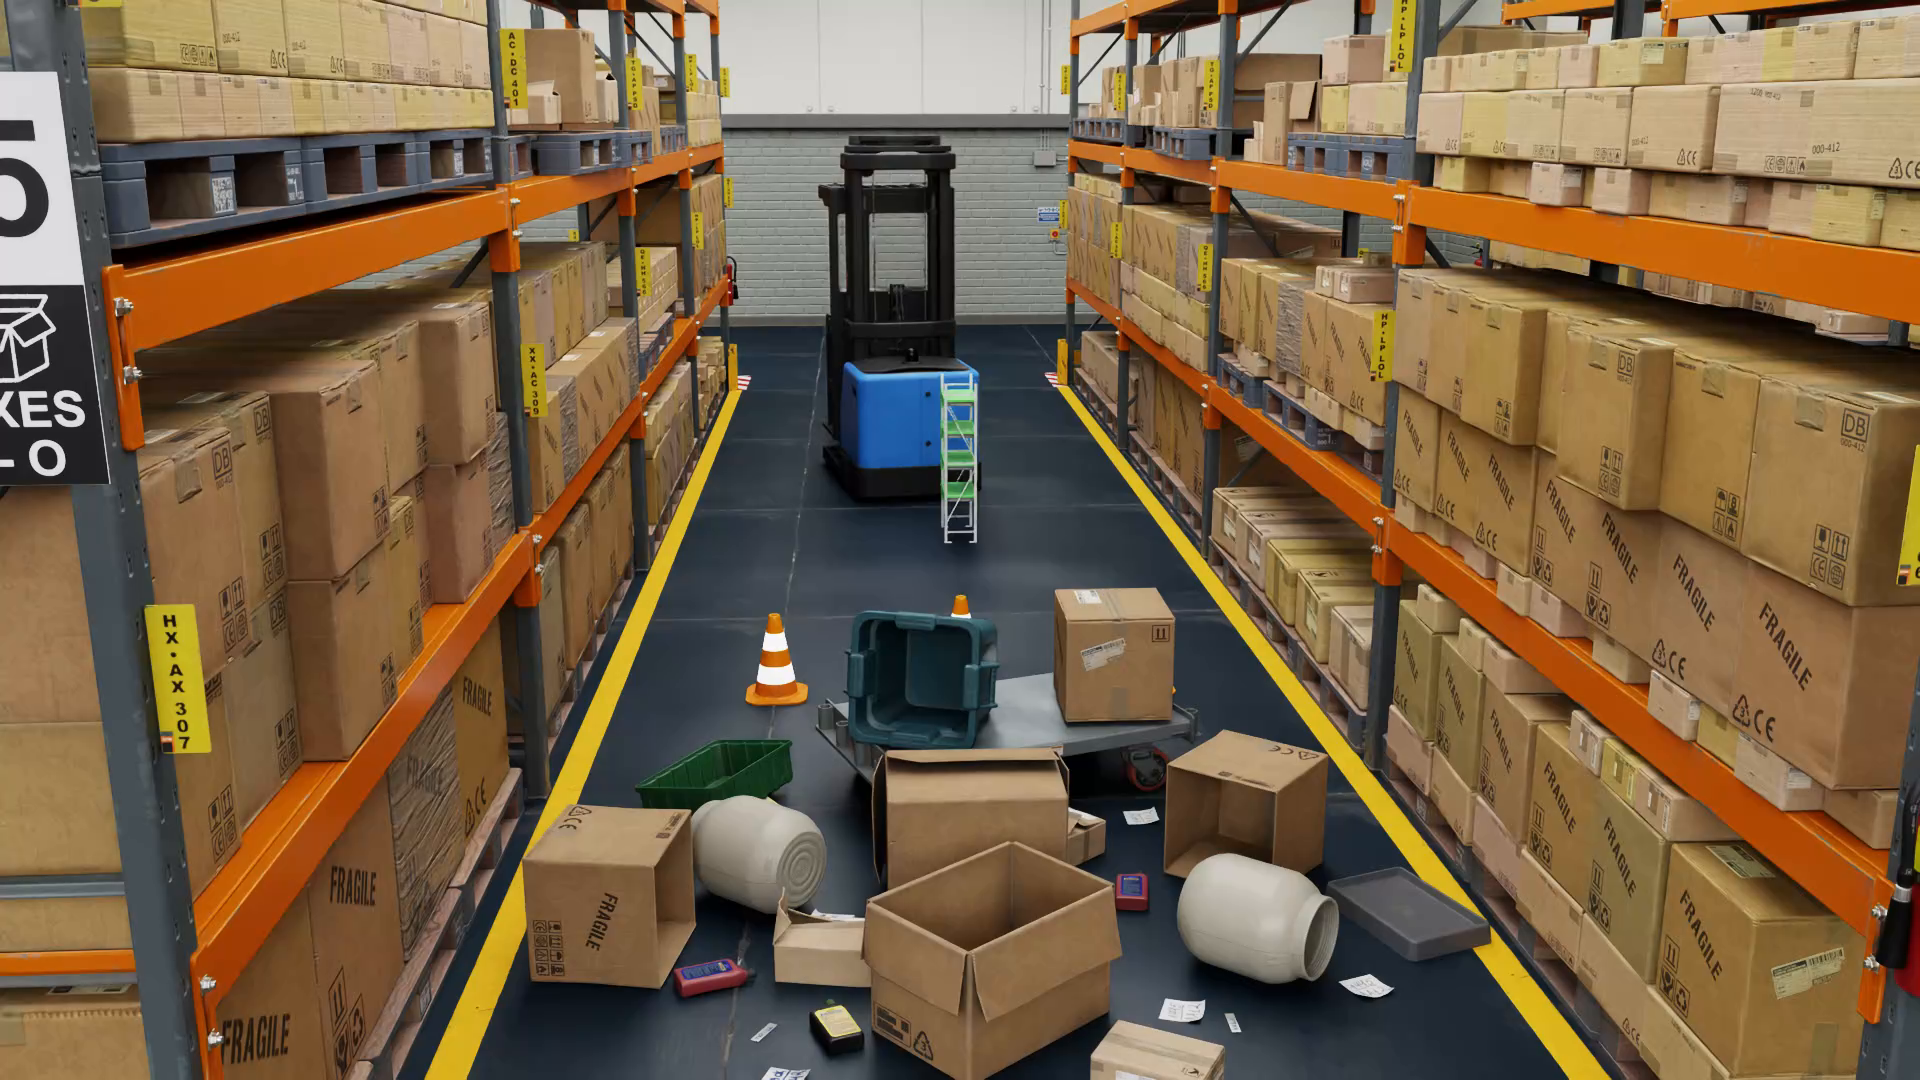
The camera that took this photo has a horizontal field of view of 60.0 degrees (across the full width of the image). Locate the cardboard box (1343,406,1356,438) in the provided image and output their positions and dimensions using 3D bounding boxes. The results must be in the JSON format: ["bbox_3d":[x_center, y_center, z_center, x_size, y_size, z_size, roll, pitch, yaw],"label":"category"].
[{"bbox_3d":[2.192,-0.611,8.543,0.380,0.149,0.250,-1,14,-5],"label":"cardboard box"}]

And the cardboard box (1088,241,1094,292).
[{"bbox_3d":[1.619,-2.872,17.470,0.500,0.500,0.500,0,14,-2],"label":"cardboard box"}]

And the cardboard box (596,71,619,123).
[{"bbox_3d":[-2.319,-2.639,9.879,0.500,0.311,0.500,-1,14,-3],"label":"cardboard box"}]

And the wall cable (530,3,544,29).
[{"bbox_3d":[-5.046,-9.094,23.356,2.277,5.999,0.120,-1,14,-3],"label":"wall cable"}]

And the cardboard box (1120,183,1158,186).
[{"bbox_3d":[1.752,-3.377,16.124,0.380,0.149,0.250,-1,14,-3],"label":"cardboard box"}]

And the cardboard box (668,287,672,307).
[{"bbox_3d":[-2.679,-2.087,14.280,0.380,0.149,0.250,-1,14,-4],"label":"cardboard box"}]

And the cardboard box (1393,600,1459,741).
[{"bbox_3d":[2.265,0.576,7.438,0.500,0.500,0.500,0,14,-1],"label":"cardboard box"}]

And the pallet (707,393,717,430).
[{"bbox_3d":[-3.087,-1.348,17.342,1.003,0.211,1.213,-1,14,-3],"label":"pallet"}]

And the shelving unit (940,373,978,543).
[{"bbox_3d":[-0.010,-0.622,12.537,0.258,1.200,0.503,-1,14,-3],"label":"shelving unit"}]

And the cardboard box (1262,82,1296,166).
[{"bbox_3d":[2.299,-2.600,10.391,0.700,0.500,0.500,-1,14,-3],"label":"cardboard box"}]

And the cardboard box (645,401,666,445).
[{"bbox_3d":[-2.516,-0.890,12.636,0.500,0.250,0.500,-1,14,-4],"label":"cardboard box"}]

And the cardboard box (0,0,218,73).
[{"bbox_3d":[-1.962,-1.143,3.591,0.500,0.250,0.500,-1,14,-4],"label":"cardboard box"}]

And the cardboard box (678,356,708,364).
[{"bbox_3d":[-2.817,-1.817,17.252,0.380,0.149,0.250,-1,14,-3],"label":"cardboard box"}]

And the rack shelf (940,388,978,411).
[{"bbox_3d":[-0.010,-1.025,12.433,0.258,0.148,0.480,-1,14,-3],"label":"rack shelf"}]

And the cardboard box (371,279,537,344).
[{"bbox_3d":[-2.506,-1.022,8.272,0.700,0.500,0.500,-1,14,-4],"label":"cardboard box"}]

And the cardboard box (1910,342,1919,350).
[{"bbox_3d":[6.988,-1.225,11.570,0.500,0.250,0.500,-1,14,-3],"label":"cardboard box"}]

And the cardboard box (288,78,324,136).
[{"bbox_3d":[-1.952,-1.168,4.486,0.380,0.149,0.250,-1,14,-3],"label":"cardboard box"}]

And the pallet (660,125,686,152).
[{"bbox_3d":[-3.000,-3.434,14.212,1.213,0.211,1.003,-1,14,-3],"label":"pallet"}]

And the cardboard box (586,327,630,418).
[{"bbox_3d":[-2.358,-1.050,10.385,0.500,0.500,0.500,-1,14,-3],"label":"cardboard box"}]

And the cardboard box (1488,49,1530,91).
[{"bbox_3d":[2.234,-1.778,6.301,0.380,0.149,0.250,-1,14,-4],"label":"cardboard box"}]

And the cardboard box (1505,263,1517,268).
[{"bbox_3d":[6.517,-3.132,19.182,0.380,0.149,0.250,-1,14,-2],"label":"cardboard box"}]

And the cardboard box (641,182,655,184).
[{"bbox_3d":[-3.285,-3.273,16.424,0.500,0.500,0.500,-1,14,-2],"label":"cardboard box"}]

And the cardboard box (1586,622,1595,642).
[{"bbox_3d":[2.434,0.306,5.820,0.380,0.149,0.250,-1,14,-3],"label":"cardboard box"}]

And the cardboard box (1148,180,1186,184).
[{"bbox_3d":[2.113,-3.576,16.895,0.380,0.149,0.250,-1,14,-4],"label":"cardboard box"}]

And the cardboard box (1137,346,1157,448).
[{"bbox_3d":[2.121,-1.351,15.178,0.875,0.875,0.875,0,14,-2],"label":"cardboard box"}]

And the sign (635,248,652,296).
[{"bbox_3d":[-2.130,-1.803,11.191,0.100,0.325,0.005,-1,14,-3],"label":"sign"}]

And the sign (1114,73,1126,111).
[{"bbox_3d":[1.449,-4.062,15.077,0.100,0.325,0.005,-1,14,-3],"label":"sign"}]

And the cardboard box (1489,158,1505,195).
[{"bbox_3d":[2.359,-1.464,6.680,0.380,0.149,0.250,-1,14,-3],"label":"cardboard box"}]

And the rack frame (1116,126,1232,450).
[{"bbox_3d":[2.003,-2.329,15.560,1.000,3.000,0.127,-1,14,-3],"label":"rack frame"}]

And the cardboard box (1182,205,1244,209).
[{"bbox_3d":[2.281,-2.755,15.006,0.500,0.500,0.500,0,14,-2],"label":"cardboard box"}]

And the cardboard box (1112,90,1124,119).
[{"bbox_3d":[1.644,-4.123,15.737,0.396,0.266,0.258,0,14,-2],"label":"cardboard box"}]

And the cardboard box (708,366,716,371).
[{"bbox_3d":[-2.785,-1.741,17.554,0.380,0.149,0.250,0,14,-1],"label":"cardboard box"}]

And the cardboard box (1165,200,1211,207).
[{"bbox_3d":[2.215,-2.984,15.898,0.500,0.500,0.500,-1,14,-3],"label":"cardboard box"}]

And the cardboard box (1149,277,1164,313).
[{"bbox_3d":[1.847,-2.004,13.594,0.500,0.250,0.500,-1,14,-5],"label":"cardboard box"}]

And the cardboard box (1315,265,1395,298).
[{"bbox_3d":[2.148,-1.400,9.006,0.380,0.149,0.250,-2,15,-6],"label":"cardboard box"}]

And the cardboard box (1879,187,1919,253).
[{"bbox_3d":[2.445,-0.760,3.947,0.380,0.149,0.250,-1,14,-3],"label":"cardboard box"}]

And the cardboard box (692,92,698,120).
[{"bbox_3d":[-2.748,-4.097,15.710,0.500,0.250,0.500,-1,14,-4],"label":"cardboard box"}]

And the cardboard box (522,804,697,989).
[{"bbox_3d":[-1.315,1.341,6.305,0.500,0.500,0.500,2,15,6],"label":"cardboard box"}]

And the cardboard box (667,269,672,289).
[{"bbox_3d":[-2.680,-2.231,14.240,0.380,0.149,0.250,0,14,-1],"label":"cardboard box"}]

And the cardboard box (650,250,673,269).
[{"bbox_3d":[-2.694,-2.434,14.434,0.380,0.149,0.250,-1,14,-5],"label":"cardboard box"}]

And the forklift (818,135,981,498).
[{"bbox_3d":[-0.641,-2.088,14.760,1.130,2.935,3.031,-3,15,-12],"label":"forklift"}]

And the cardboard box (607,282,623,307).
[{"bbox_3d":[-2.519,-1.722,11.667,0.380,0.149,0.250,-1,14,-3],"label":"cardboard box"}]

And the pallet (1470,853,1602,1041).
[{"bbox_3d":[2.654,1.481,6.346,1.003,0.211,1.213,-1,14,-3],"label":"pallet"}]

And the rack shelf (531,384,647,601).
[{"bbox_3d":[-2.560,-0.387,9.456,1.077,0.370,4.000,-1,14,-3],"label":"rack shelf"}]

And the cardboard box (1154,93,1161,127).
[{"bbox_3d":[1.767,-3.461,13.364,0.396,0.266,0.258,0,14,1],"label":"cardboard box"}]

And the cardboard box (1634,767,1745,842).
[{"bbox_3d":[2.347,0.820,5.187,0.380,0.149,0.250,0,14,-2],"label":"cardboard box"}]

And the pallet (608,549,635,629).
[{"bbox_3d":[-2.710,0.315,10.880,1.003,0.211,1.213,-1,14,-3],"label":"pallet"}]

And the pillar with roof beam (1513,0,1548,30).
[{"bbox_3d":[3.145,-6.925,21.382,9.100,9.000,0.400,-1,14,-3],"label":"pillar with roof beam"}]

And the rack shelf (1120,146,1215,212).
[{"bbox_3d":[2.127,-2.936,13.343,1.077,0.370,4.000,-1,14,-3],"label":"rack shelf"}]

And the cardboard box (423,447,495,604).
[{"bbox_3d":[-2.344,-0.083,6.528,0.875,0.550,0.550,-1,14,-3],"label":"cardboard box"}]

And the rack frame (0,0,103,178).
[{"bbox_3d":[-2.188,-2.149,2.819,1.000,3.000,0.127,-1,14,-3],"label":"rack frame"}]

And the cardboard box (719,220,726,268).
[{"bbox_3d":[-2.895,-3.307,18.563,0.500,0.500,0.500,-1,14,-2],"label":"cardboard box"}]

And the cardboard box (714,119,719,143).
[{"bbox_3d":[-2.848,-4.367,17.760,0.500,0.250,0.500,-1,14,-3],"label":"cardboard box"}]

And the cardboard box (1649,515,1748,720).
[{"bbox_3d":[2.411,0.207,4.904,0.500,0.500,0.500,-1,14,-3],"label":"cardboard box"}]

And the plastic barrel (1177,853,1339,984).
[{"bbox_3d":[1.107,1.412,6.188,0.512,0.421,0.421,10,18,35],"label":"plastic barrel"}]

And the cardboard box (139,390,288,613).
[{"bbox_3d":[-2.298,-0.067,4.300,0.875,0.550,0.550,-1,14,-3],"label":"cardboard box"}]

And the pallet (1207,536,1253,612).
[{"bbox_3d":[2.298,0.210,11.286,1.003,0.211,1.213,-1,14,-3],"label":"pallet"}]
